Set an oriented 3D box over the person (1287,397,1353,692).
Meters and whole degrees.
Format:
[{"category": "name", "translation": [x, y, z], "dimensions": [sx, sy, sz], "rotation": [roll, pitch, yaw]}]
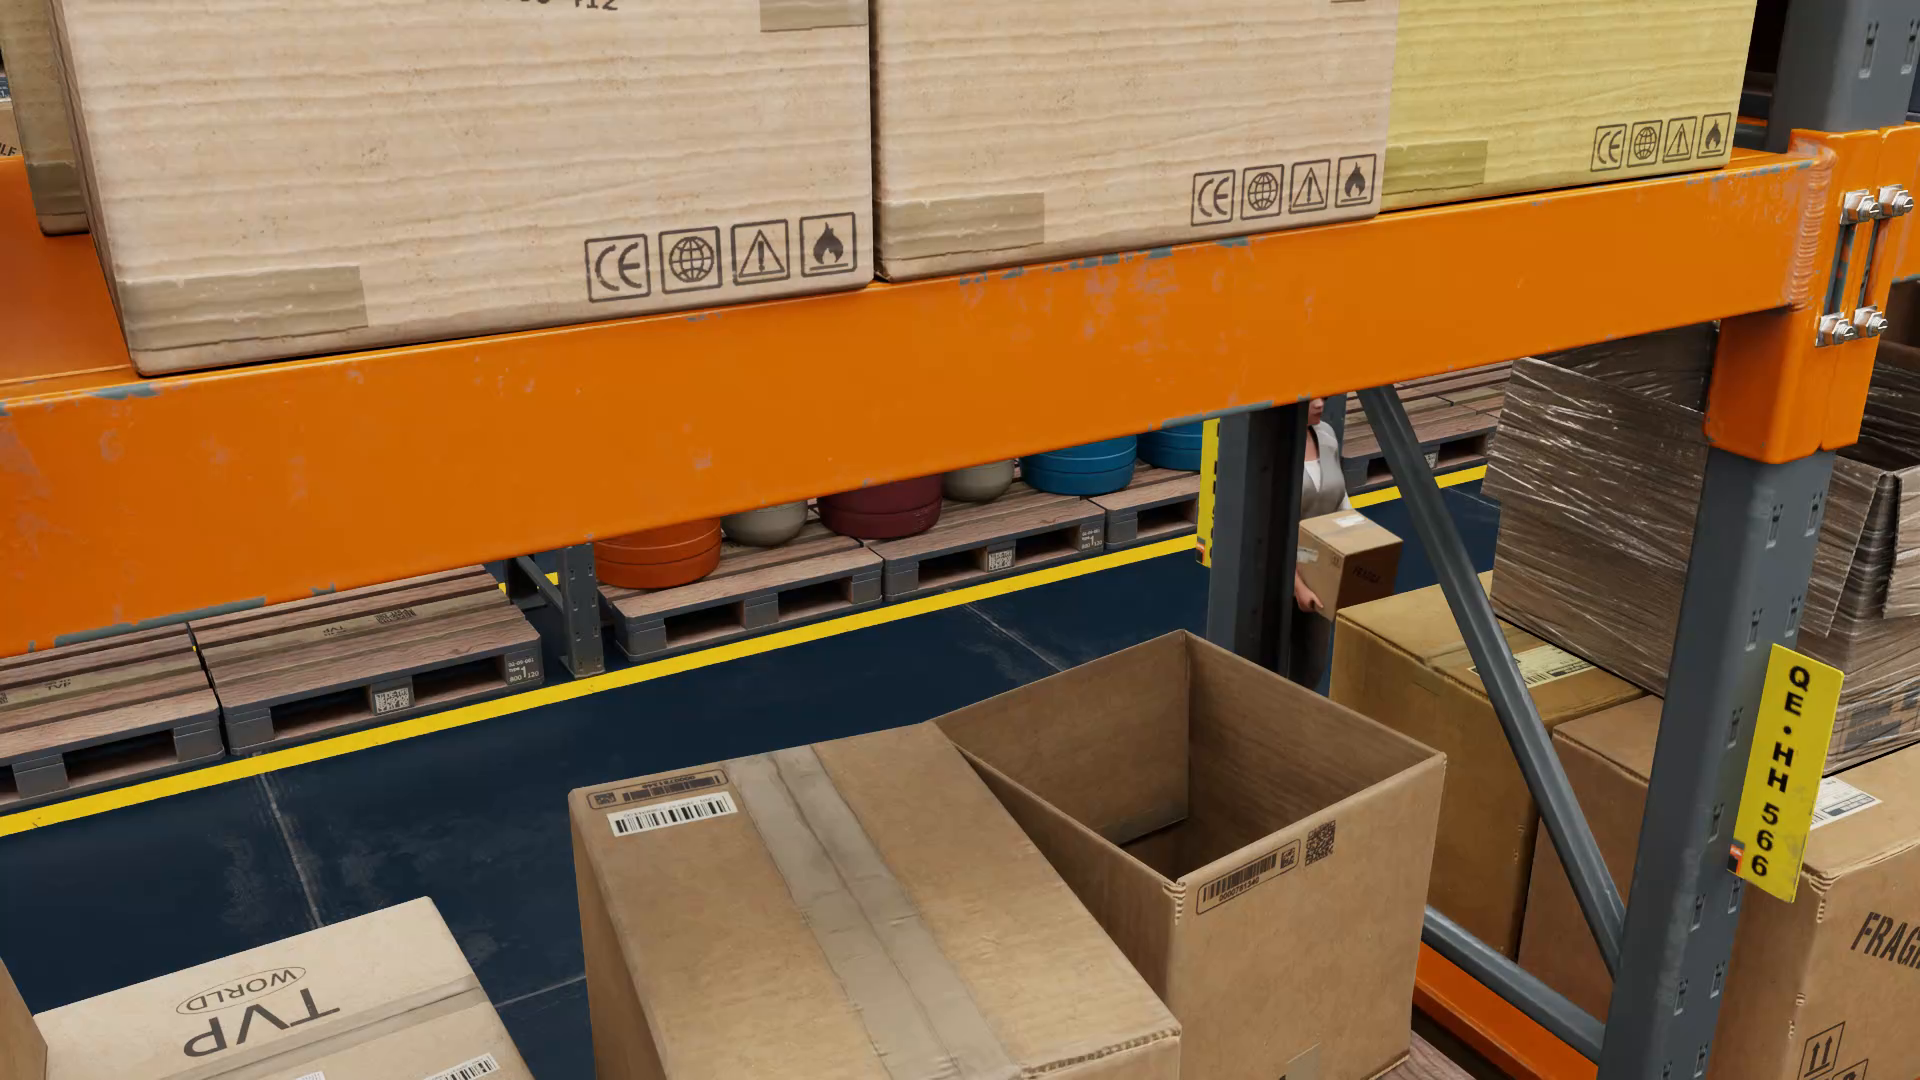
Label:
[{"category": "person", "translation": [1.168, 0.190, 5.661], "dimensions": [0.404, 1.576, 0.496], "rotation": [-12, 25, -27]}]
